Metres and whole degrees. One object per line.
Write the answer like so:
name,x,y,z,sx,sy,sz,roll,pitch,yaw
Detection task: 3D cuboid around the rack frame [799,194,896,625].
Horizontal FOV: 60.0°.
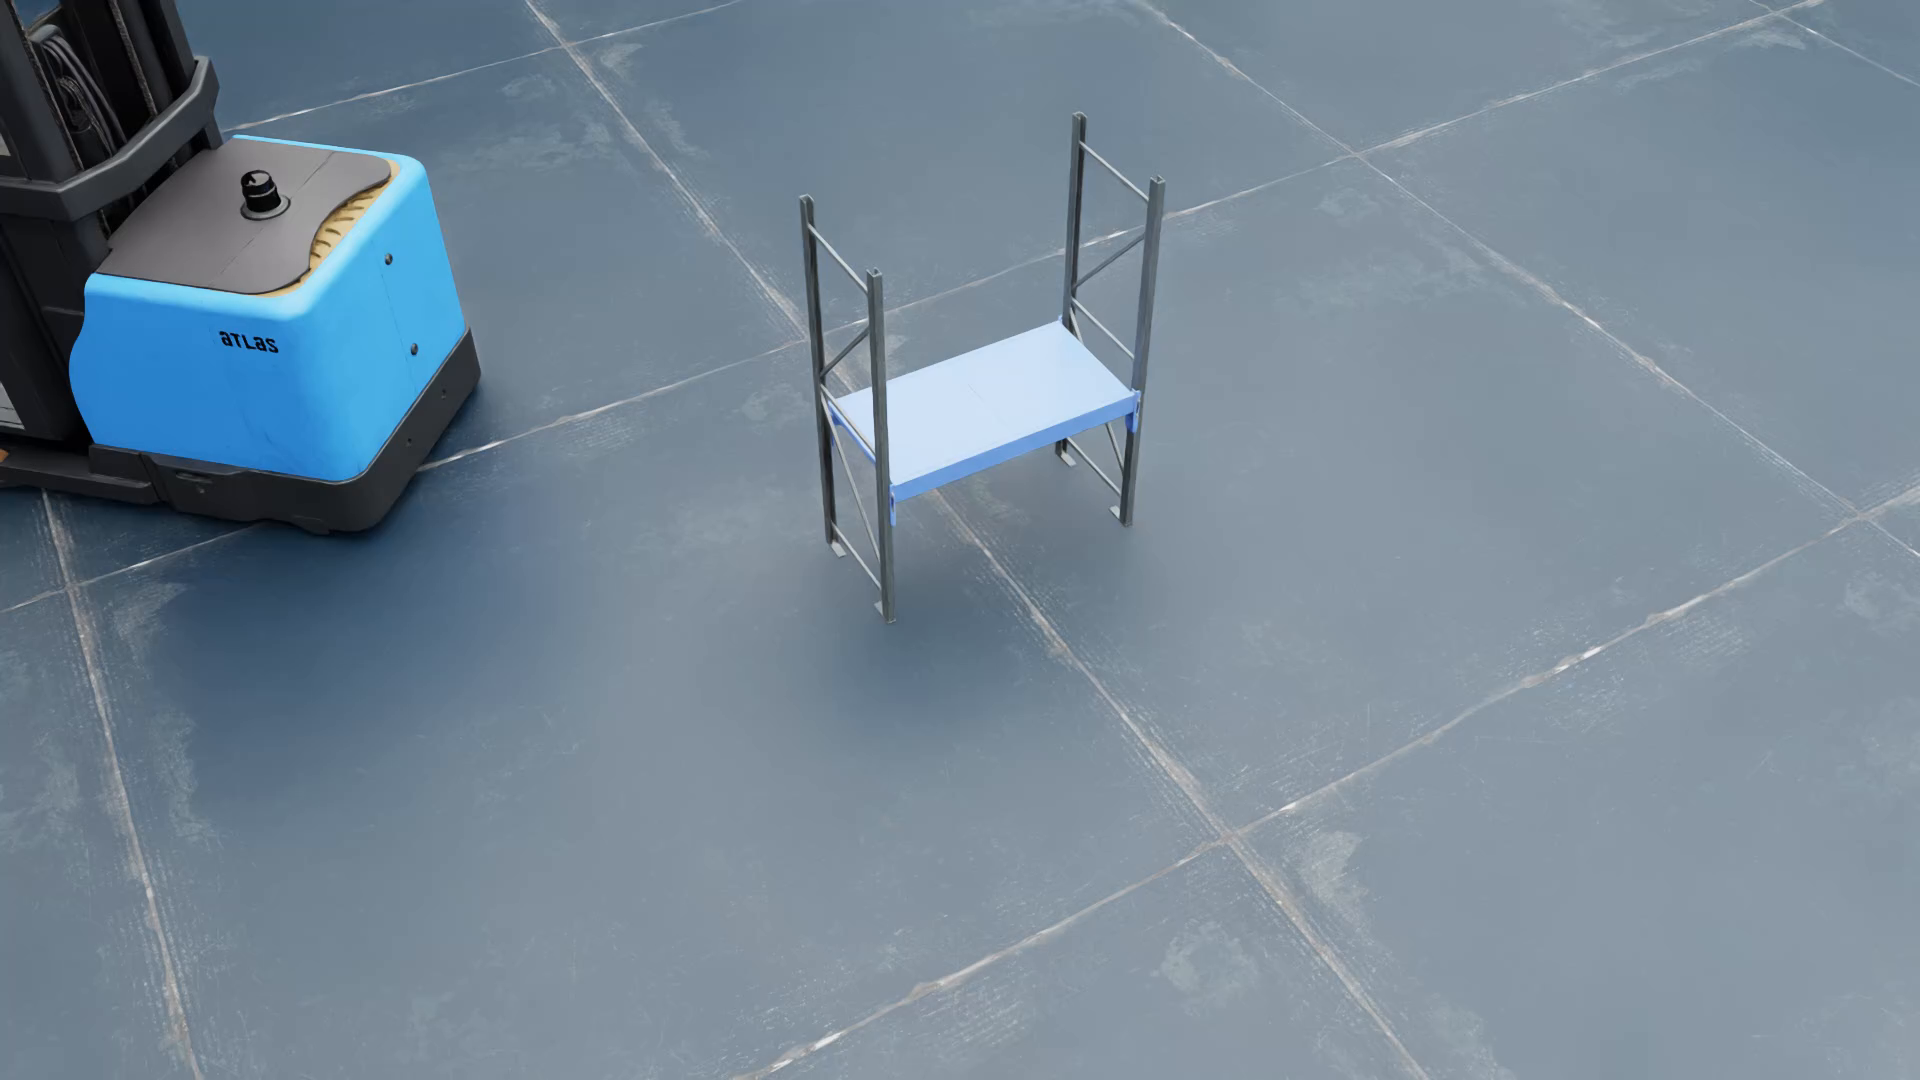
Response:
rack frame,-0.367,-0.391,5.576,0.032,1.500,0.500,-22,48,-21

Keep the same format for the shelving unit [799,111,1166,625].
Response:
shelving unit,0.074,-0.568,5.758,1.048,1.500,0.538,-22,48,-21

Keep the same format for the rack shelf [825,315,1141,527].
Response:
rack shelf,0.074,-0.439,5.883,1.000,0.185,0.538,-22,48,-21

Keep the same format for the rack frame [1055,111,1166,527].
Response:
rack frame,0.515,-0.744,5.940,0.032,1.500,0.500,-22,48,-21

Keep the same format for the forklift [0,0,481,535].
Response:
forklift,-3.543,-1.604,5.798,3.031,2.935,1.130,9,45,9
